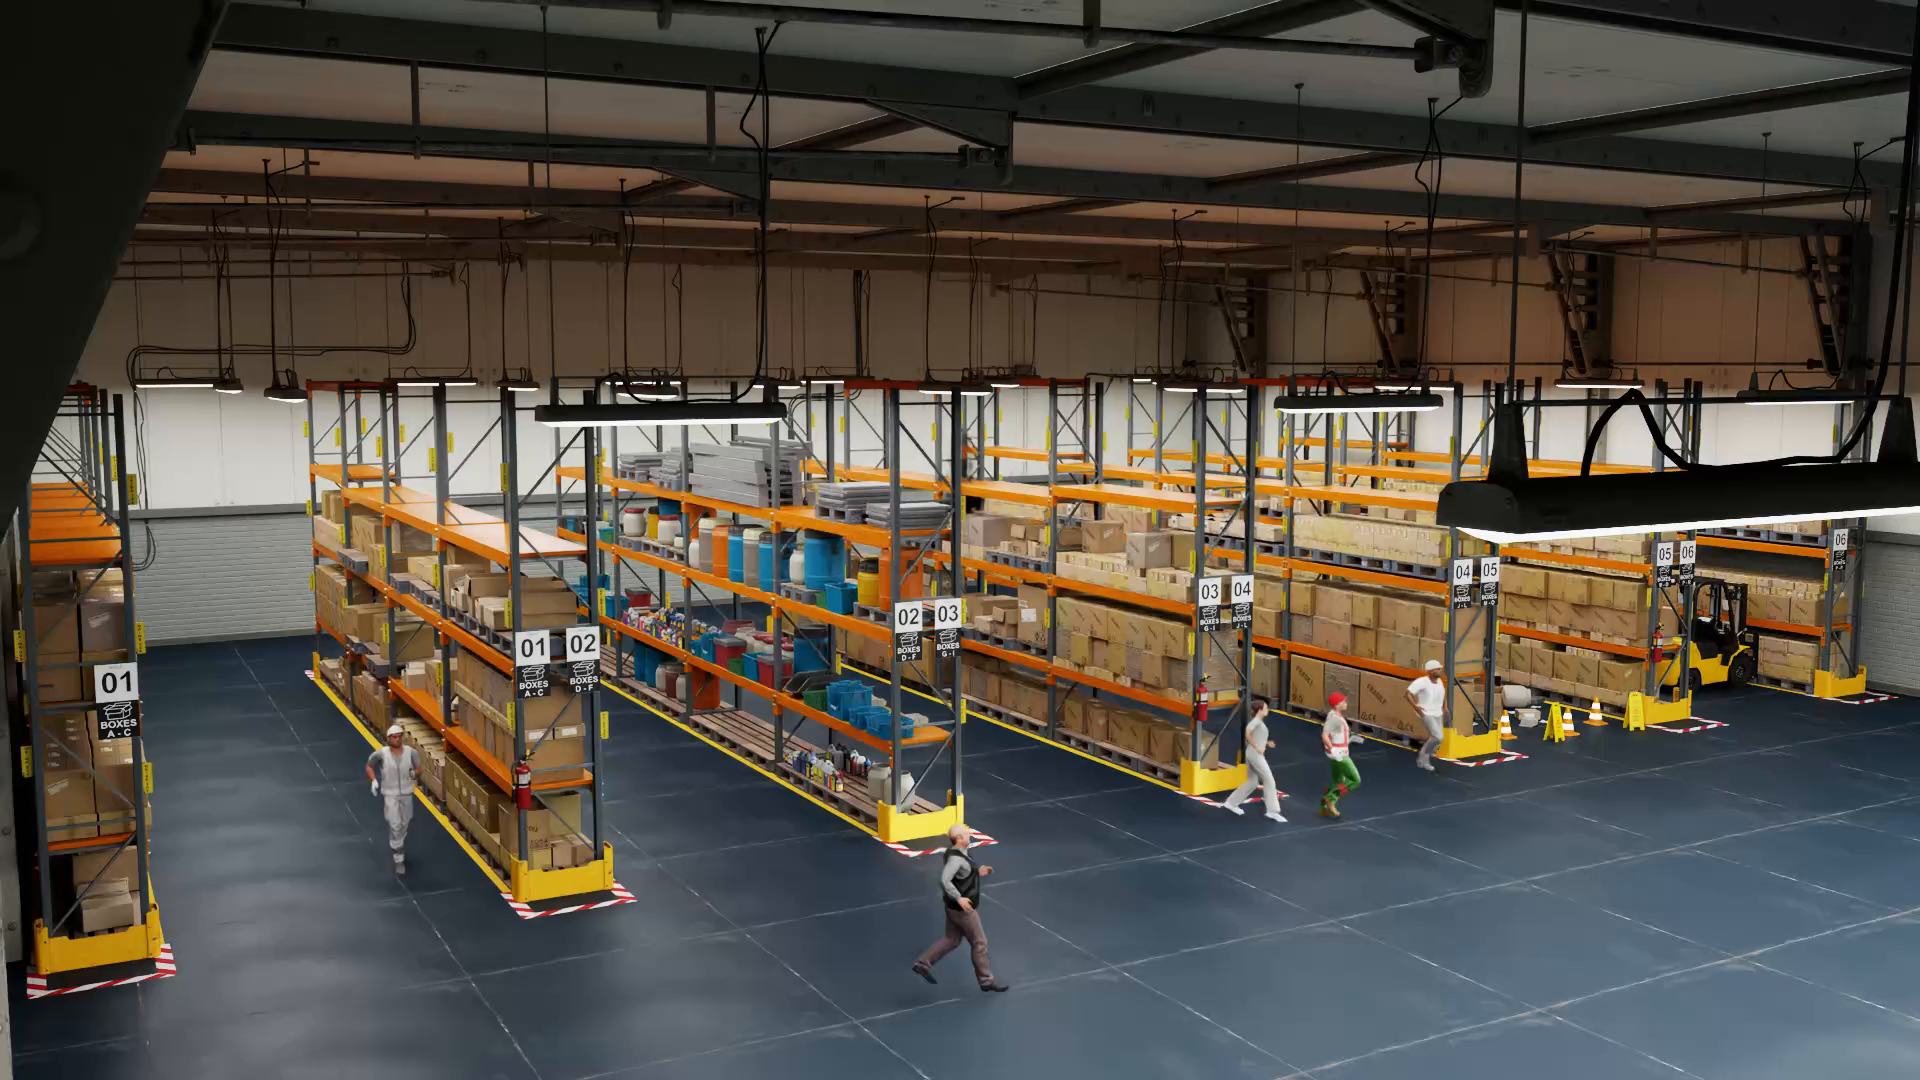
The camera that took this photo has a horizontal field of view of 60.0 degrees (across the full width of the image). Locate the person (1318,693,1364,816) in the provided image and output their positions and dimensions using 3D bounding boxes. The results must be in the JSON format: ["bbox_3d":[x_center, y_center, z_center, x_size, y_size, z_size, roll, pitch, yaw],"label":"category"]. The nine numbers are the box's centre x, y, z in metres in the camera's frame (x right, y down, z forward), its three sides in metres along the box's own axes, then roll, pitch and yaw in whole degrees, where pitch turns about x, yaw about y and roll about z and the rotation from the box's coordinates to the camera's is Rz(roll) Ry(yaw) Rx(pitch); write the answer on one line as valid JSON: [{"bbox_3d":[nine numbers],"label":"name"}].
[{"bbox_3d":[5.311,2.991,23.133,0.615,1.745,0.652,1,6,8],"label":"person"}]

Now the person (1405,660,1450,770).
[{"bbox_3d":[7.338,2.725,25.810,0.724,1.726,0.580,-4,7,-33],"label":"person"}]

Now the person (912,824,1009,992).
[{"bbox_3d":[0.006,3.683,16.664,0.970,1.707,0.656,-1,6,-10],"label":"person"}]

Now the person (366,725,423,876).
[{"bbox_3d":[-7.058,3.217,20.860,0.640,1.824,0.814,-4,7,-32],"label":"person"}]

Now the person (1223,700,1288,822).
[{"bbox_3d":[4.139,3.060,23.291,0.882,1.654,0.611,1,6,7],"label":"person"}]
